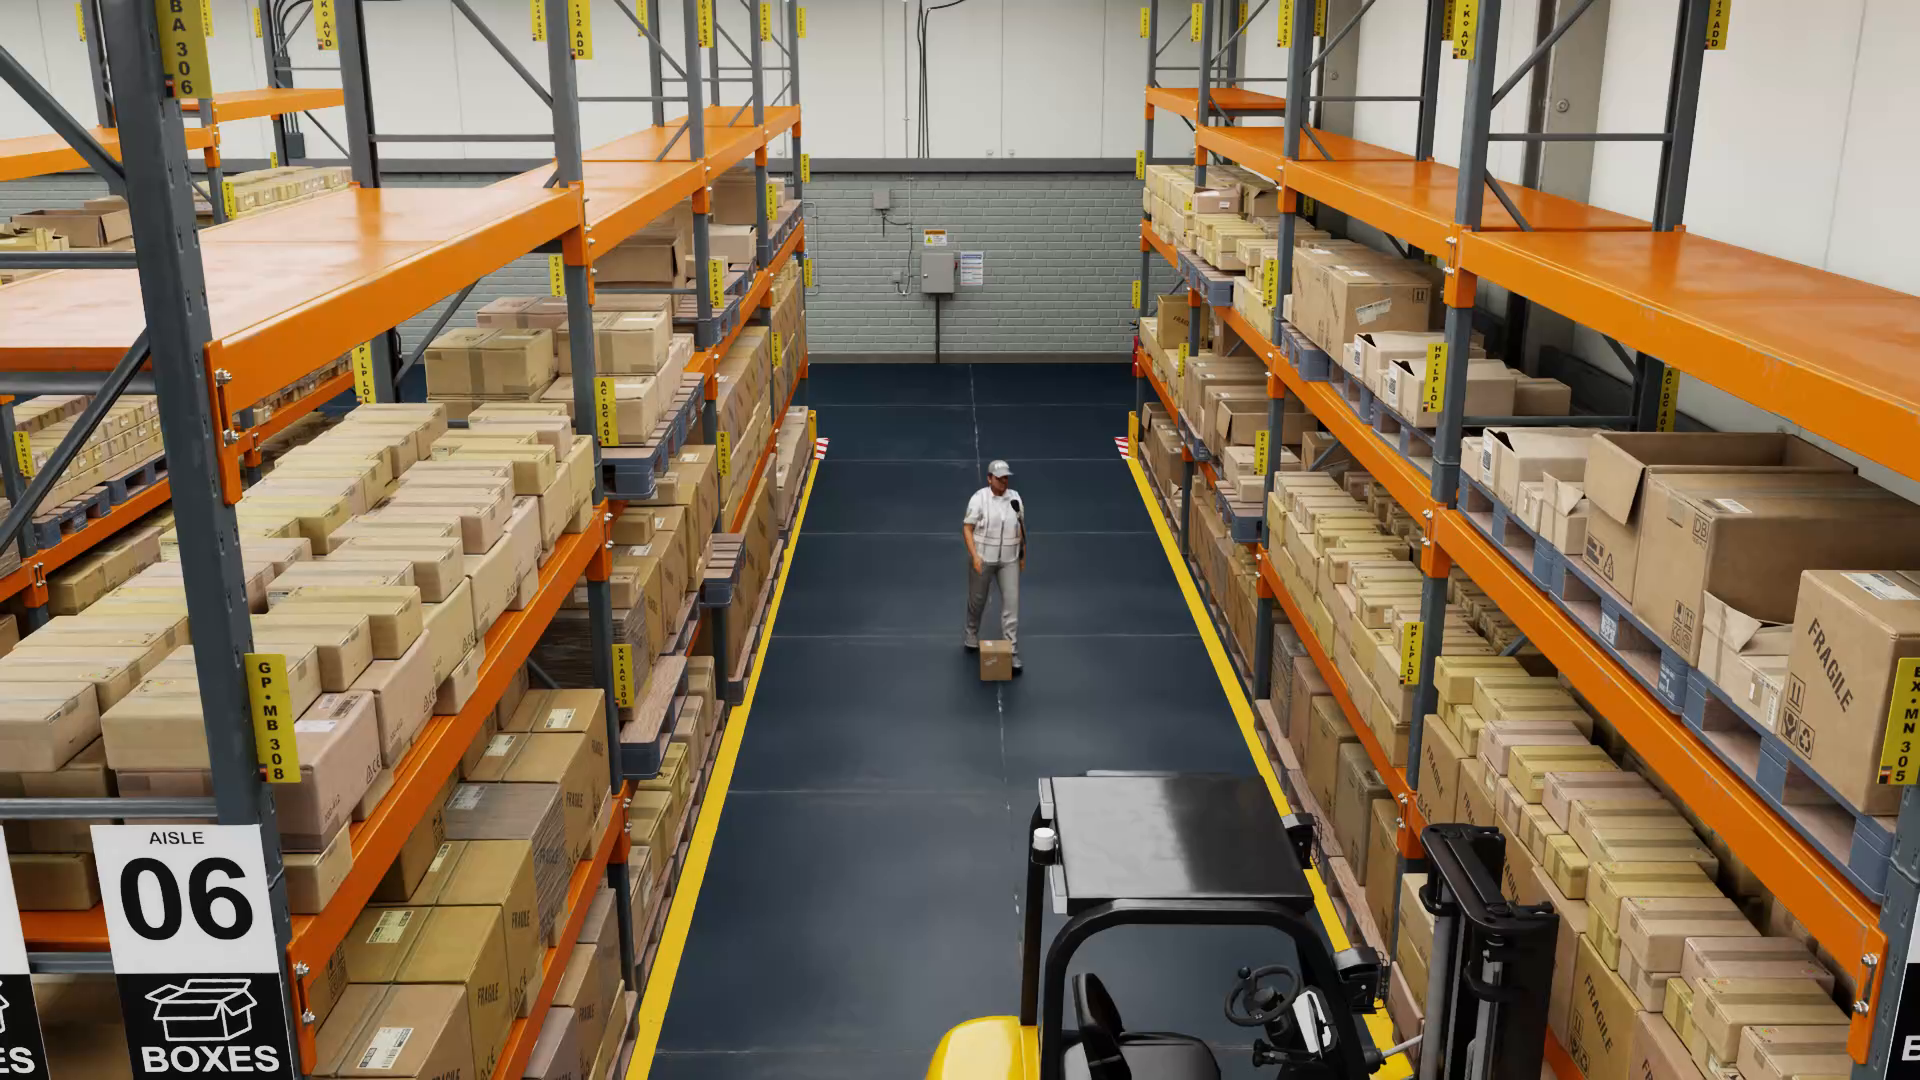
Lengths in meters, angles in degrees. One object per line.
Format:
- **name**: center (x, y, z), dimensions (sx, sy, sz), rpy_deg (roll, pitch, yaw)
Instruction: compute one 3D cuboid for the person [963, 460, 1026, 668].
- **person**: center (0.303, 0.174, 13.499), dimensions (0.540, 1.628, 0.883), rpy_deg (-3, 17, -8)
